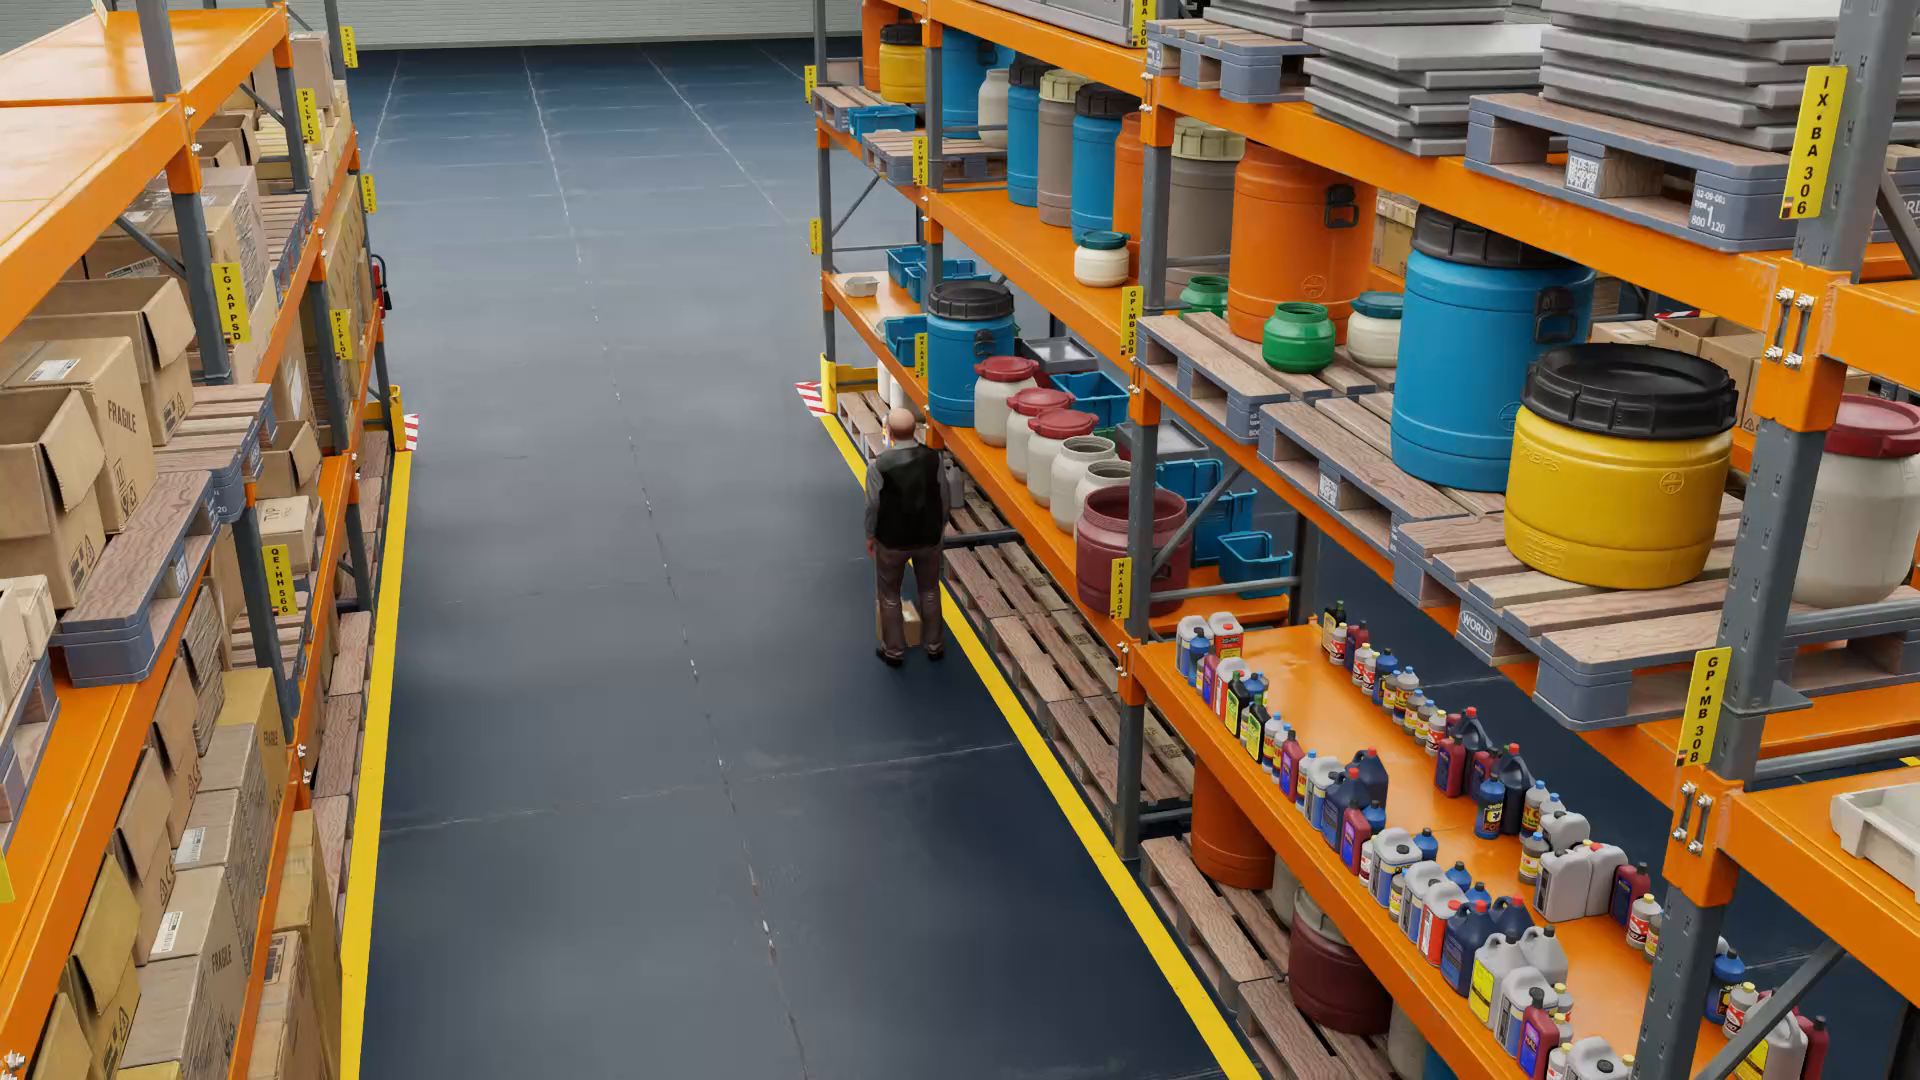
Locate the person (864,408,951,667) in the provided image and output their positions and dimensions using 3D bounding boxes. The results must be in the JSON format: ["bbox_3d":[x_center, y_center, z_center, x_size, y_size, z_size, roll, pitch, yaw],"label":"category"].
[{"bbox_3d":[-0.336,-0.005,10.706,0.570,1.721,0.418,-7,24,-16],"label":"person"}]
